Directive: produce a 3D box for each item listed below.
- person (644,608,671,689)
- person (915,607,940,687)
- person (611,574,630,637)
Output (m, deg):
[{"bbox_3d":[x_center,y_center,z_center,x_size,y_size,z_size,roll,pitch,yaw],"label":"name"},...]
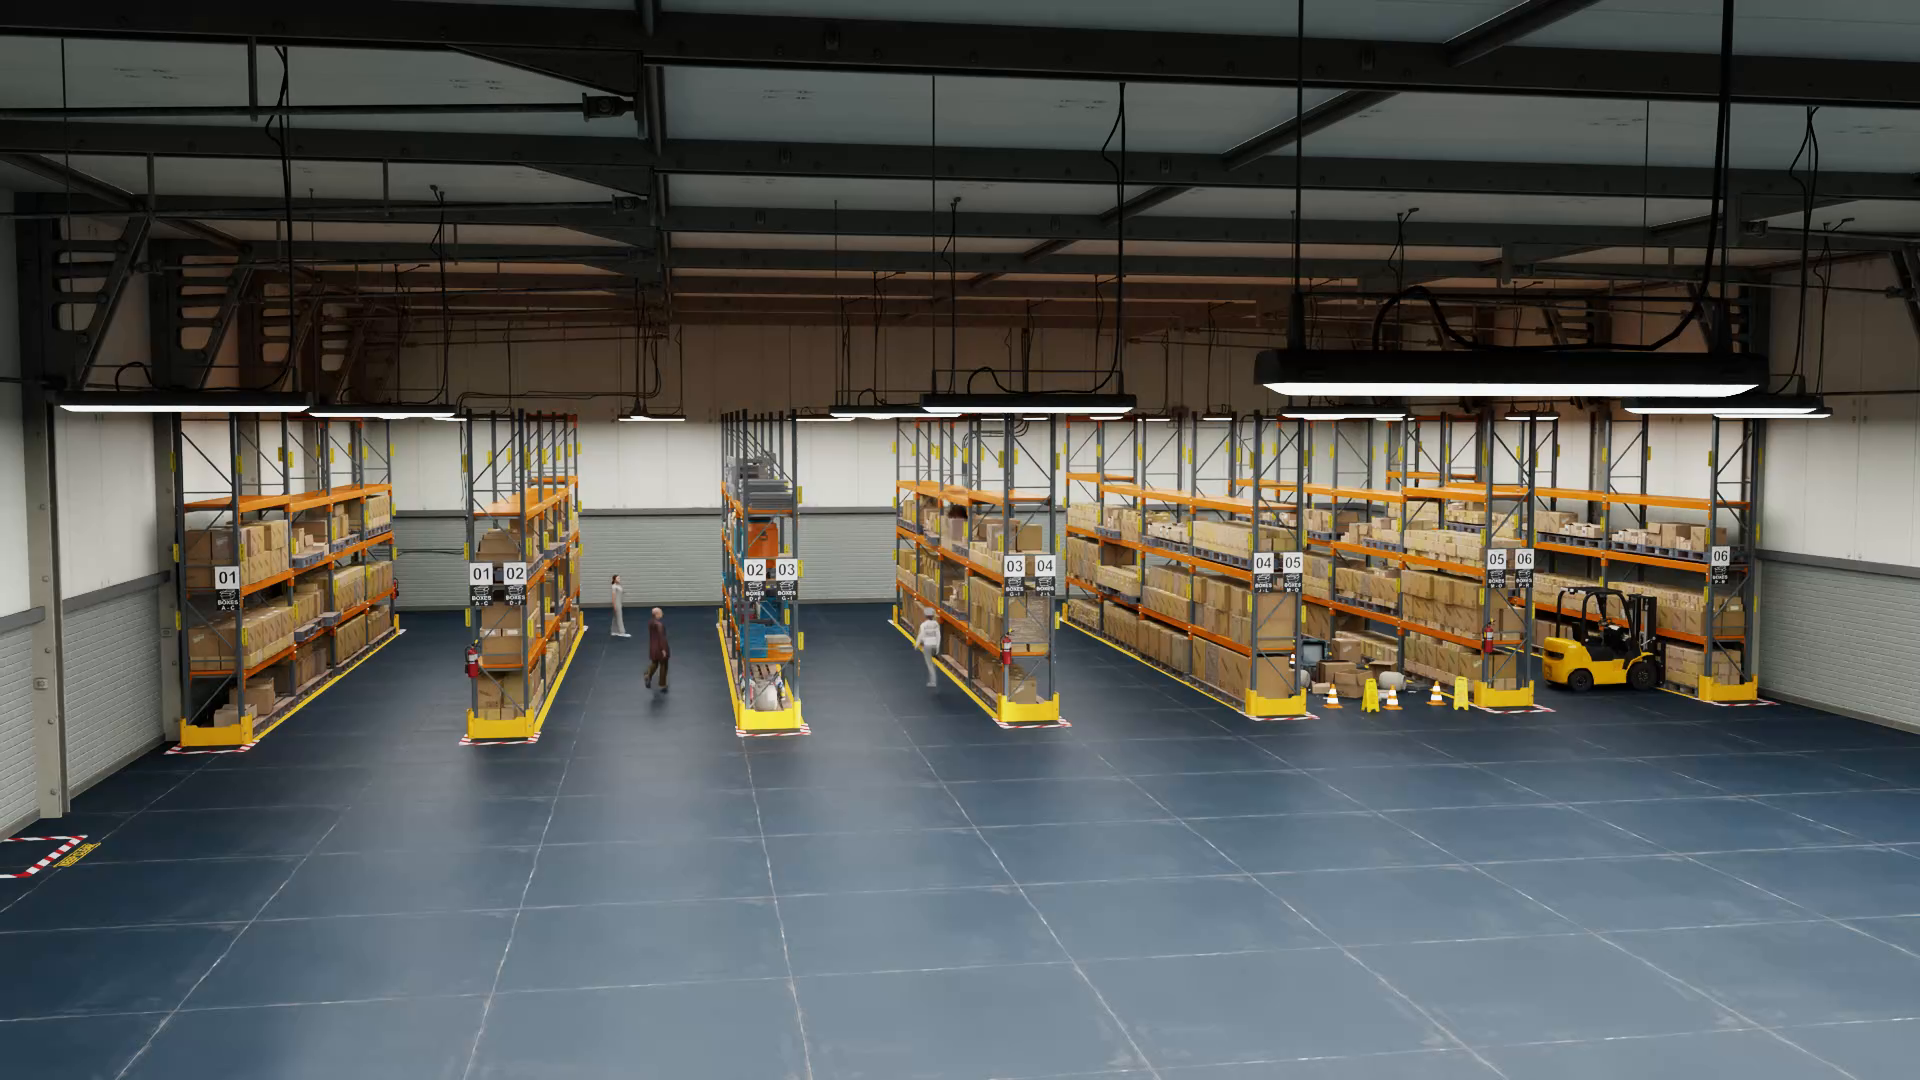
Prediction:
[{"bbox_3d":[-6.526,2.335,35.752,0.535,1.763,0.779,2,4,25],"label":"person"},{"bbox_3d":[-0.689,2.293,35.270,0.531,1.747,0.491,3,5,41],"label":"person"},{"bbox_3d":[-9.169,1.758,44.890,0.538,1.672,0.480,0,4,-2],"label":"person"}]
